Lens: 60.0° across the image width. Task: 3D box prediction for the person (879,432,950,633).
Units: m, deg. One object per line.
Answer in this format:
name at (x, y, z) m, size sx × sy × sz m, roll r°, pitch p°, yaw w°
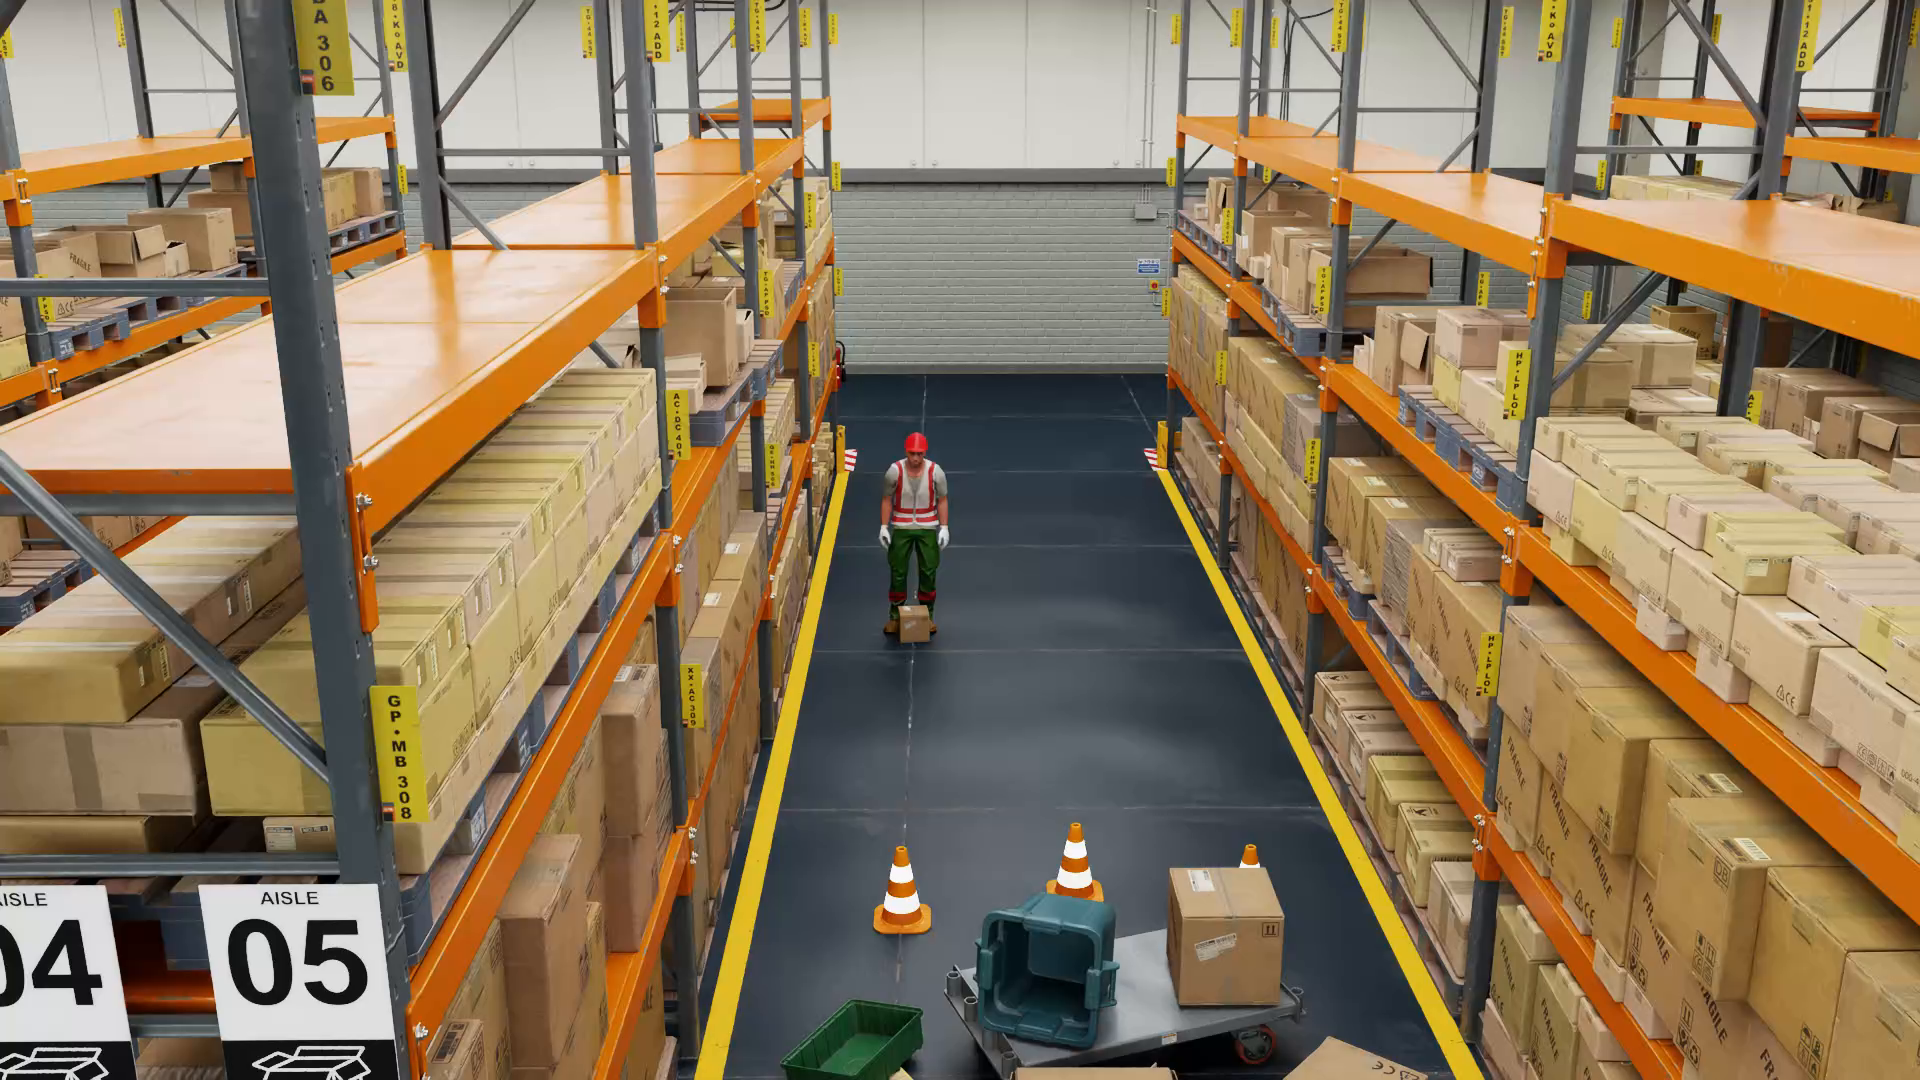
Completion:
person at (-0.394, -0.071, 14.343) m, size 0.611 × 1.779 × 0.455 m, roll 0°, pitch 17°, yaw -1°
